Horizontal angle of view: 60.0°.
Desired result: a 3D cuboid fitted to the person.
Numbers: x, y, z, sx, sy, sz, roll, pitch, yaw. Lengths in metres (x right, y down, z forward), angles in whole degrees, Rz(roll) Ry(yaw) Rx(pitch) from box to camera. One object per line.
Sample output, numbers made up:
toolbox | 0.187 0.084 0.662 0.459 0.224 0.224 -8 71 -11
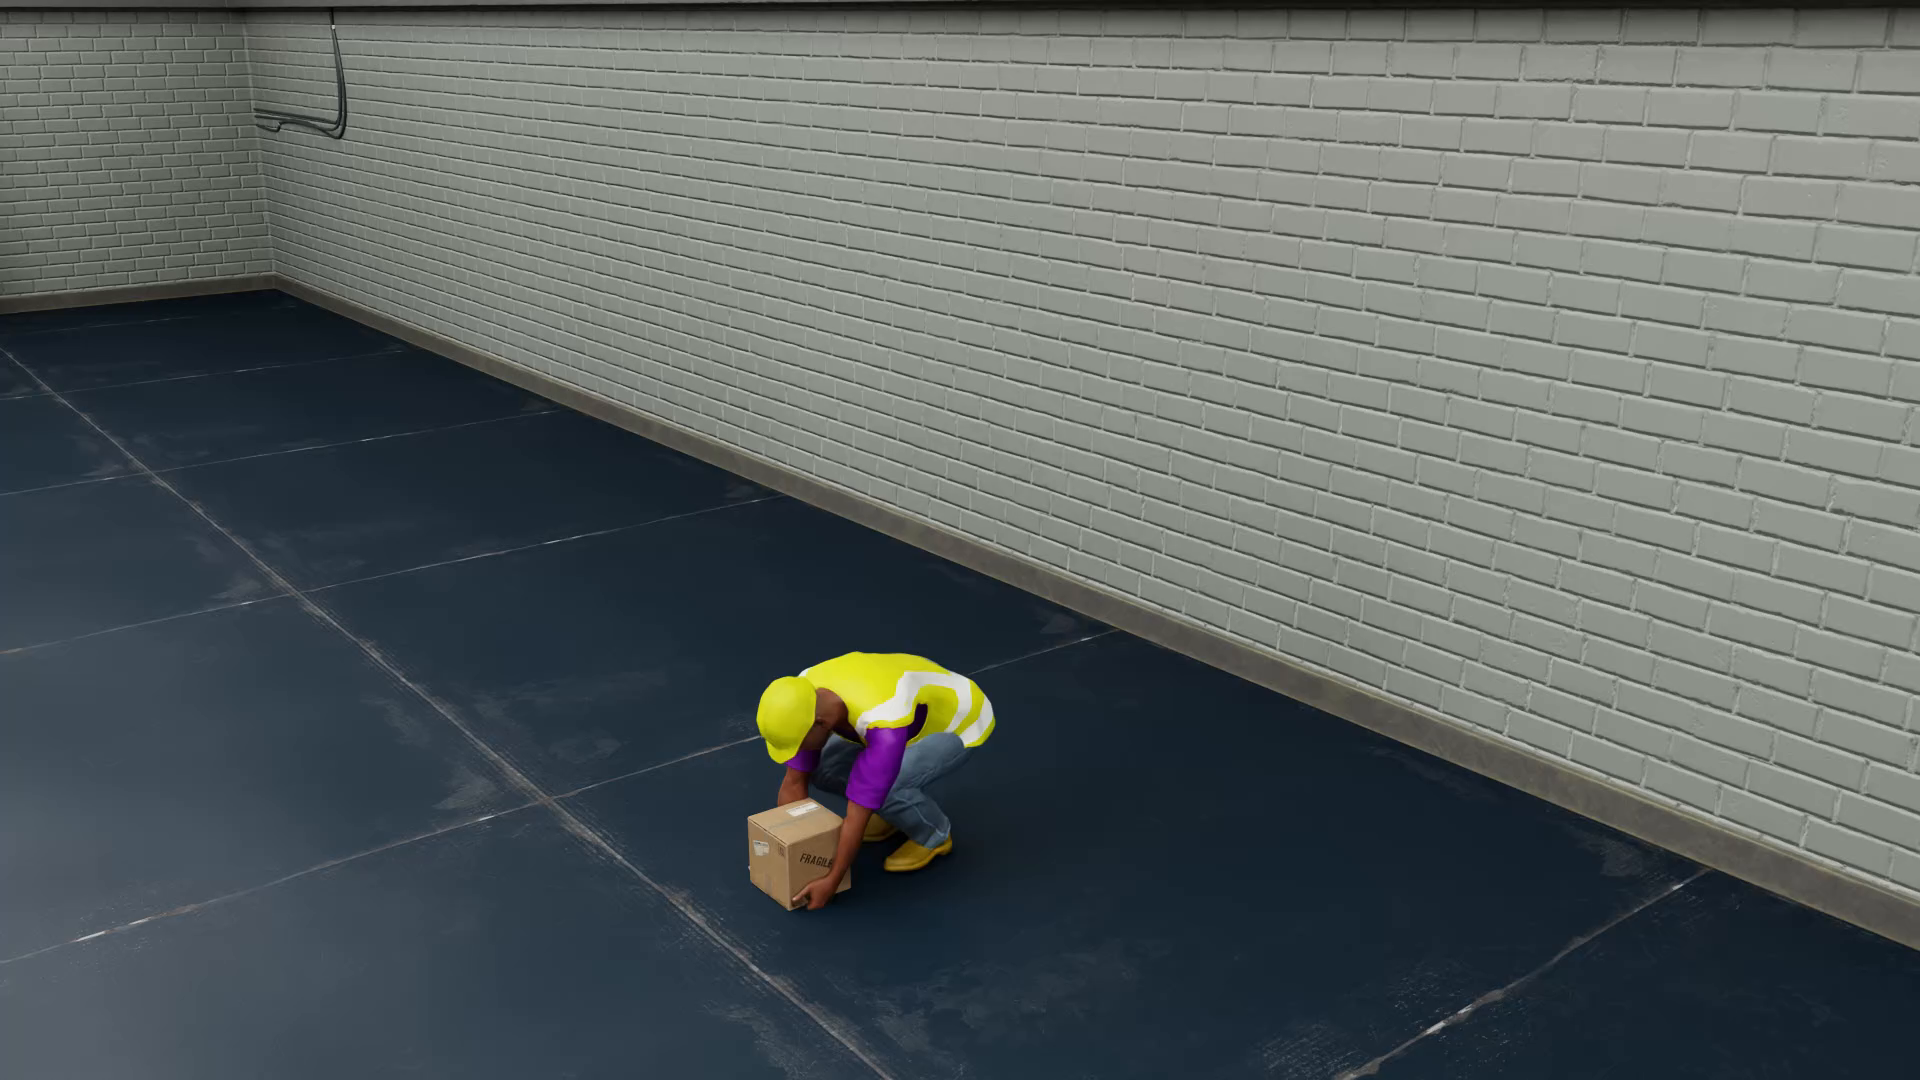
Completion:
person | -0.295 0.783 5.749 0.943 0.863 0.537 -14 22 -37
